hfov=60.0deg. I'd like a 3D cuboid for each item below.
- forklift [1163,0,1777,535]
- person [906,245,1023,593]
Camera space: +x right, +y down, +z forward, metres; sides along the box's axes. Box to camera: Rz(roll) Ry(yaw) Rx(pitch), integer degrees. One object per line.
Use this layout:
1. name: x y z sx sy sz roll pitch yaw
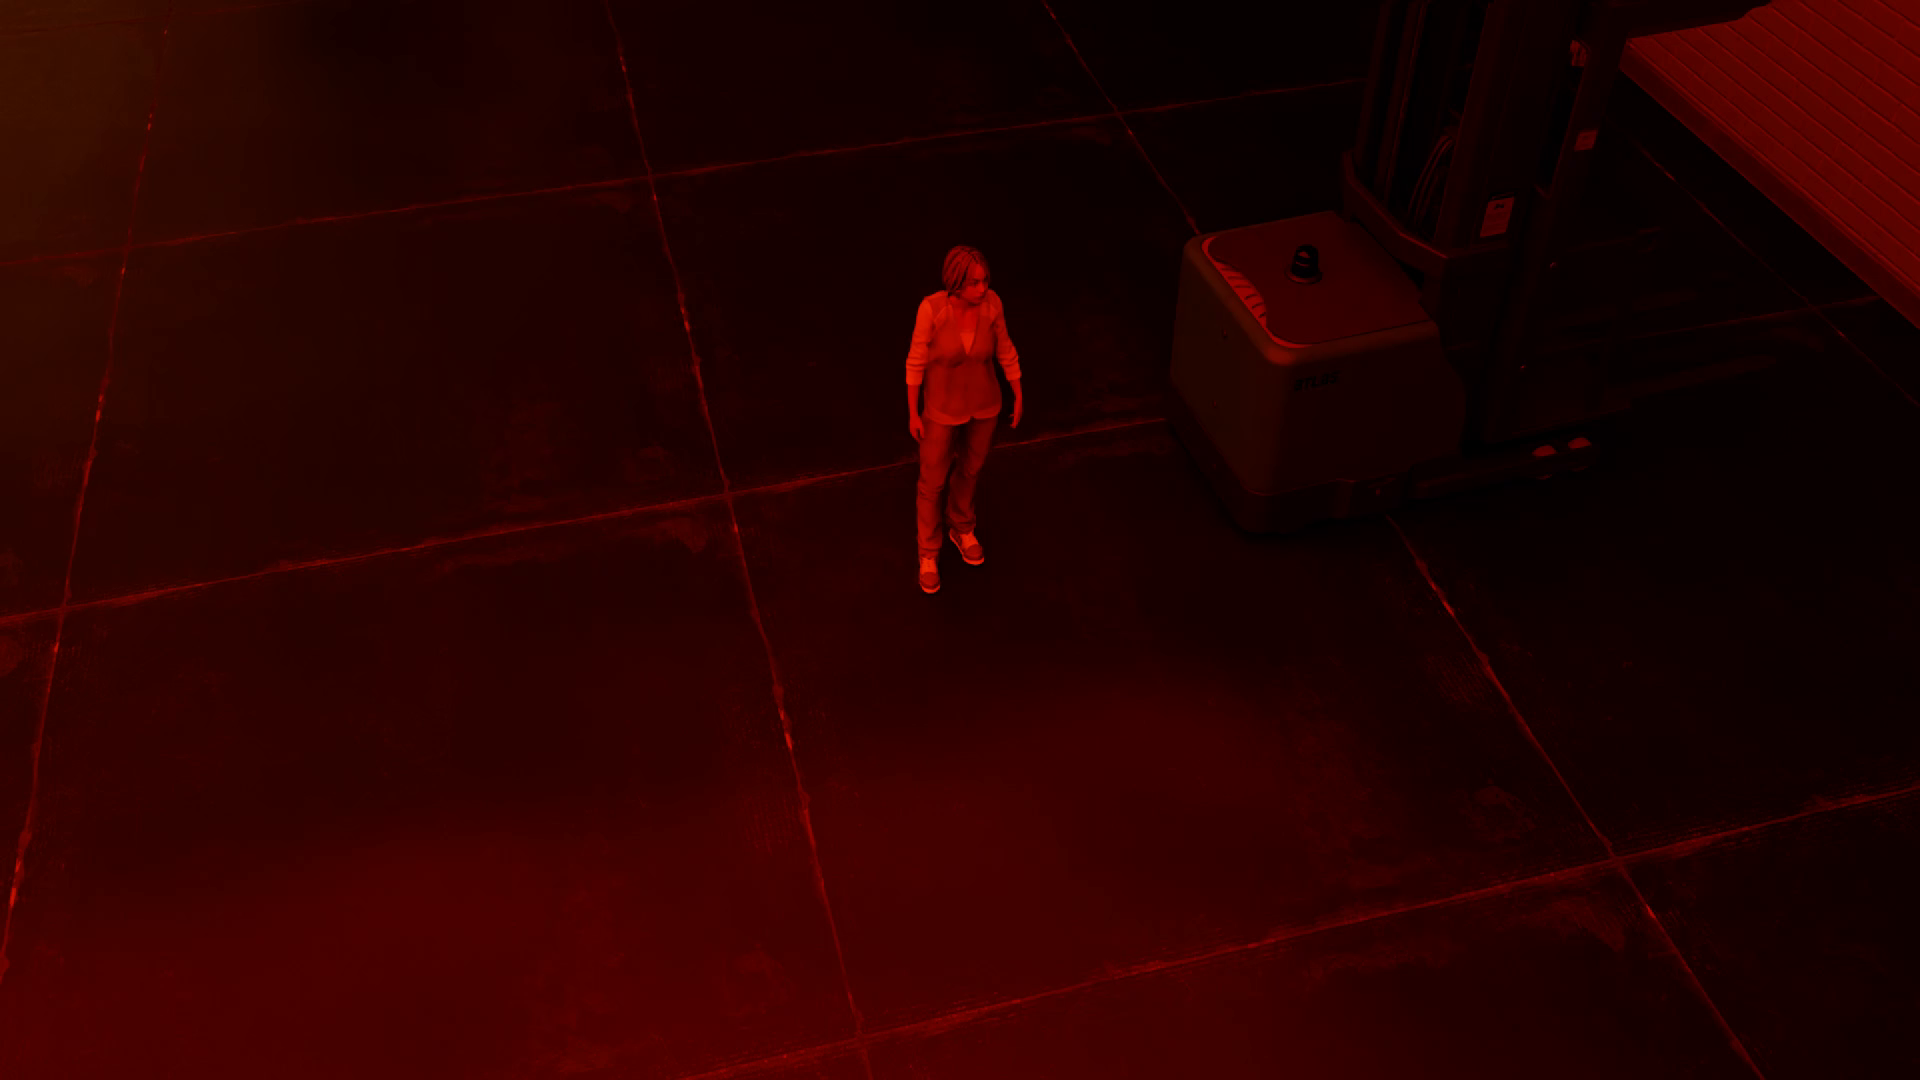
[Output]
1. forklift: 2.593 -1.693 7.436 3.031 2.935 1.130 -13 45 -13
2. person: 0.025 -0.523 7.167 0.541 1.601 0.431 -14 45 -14
